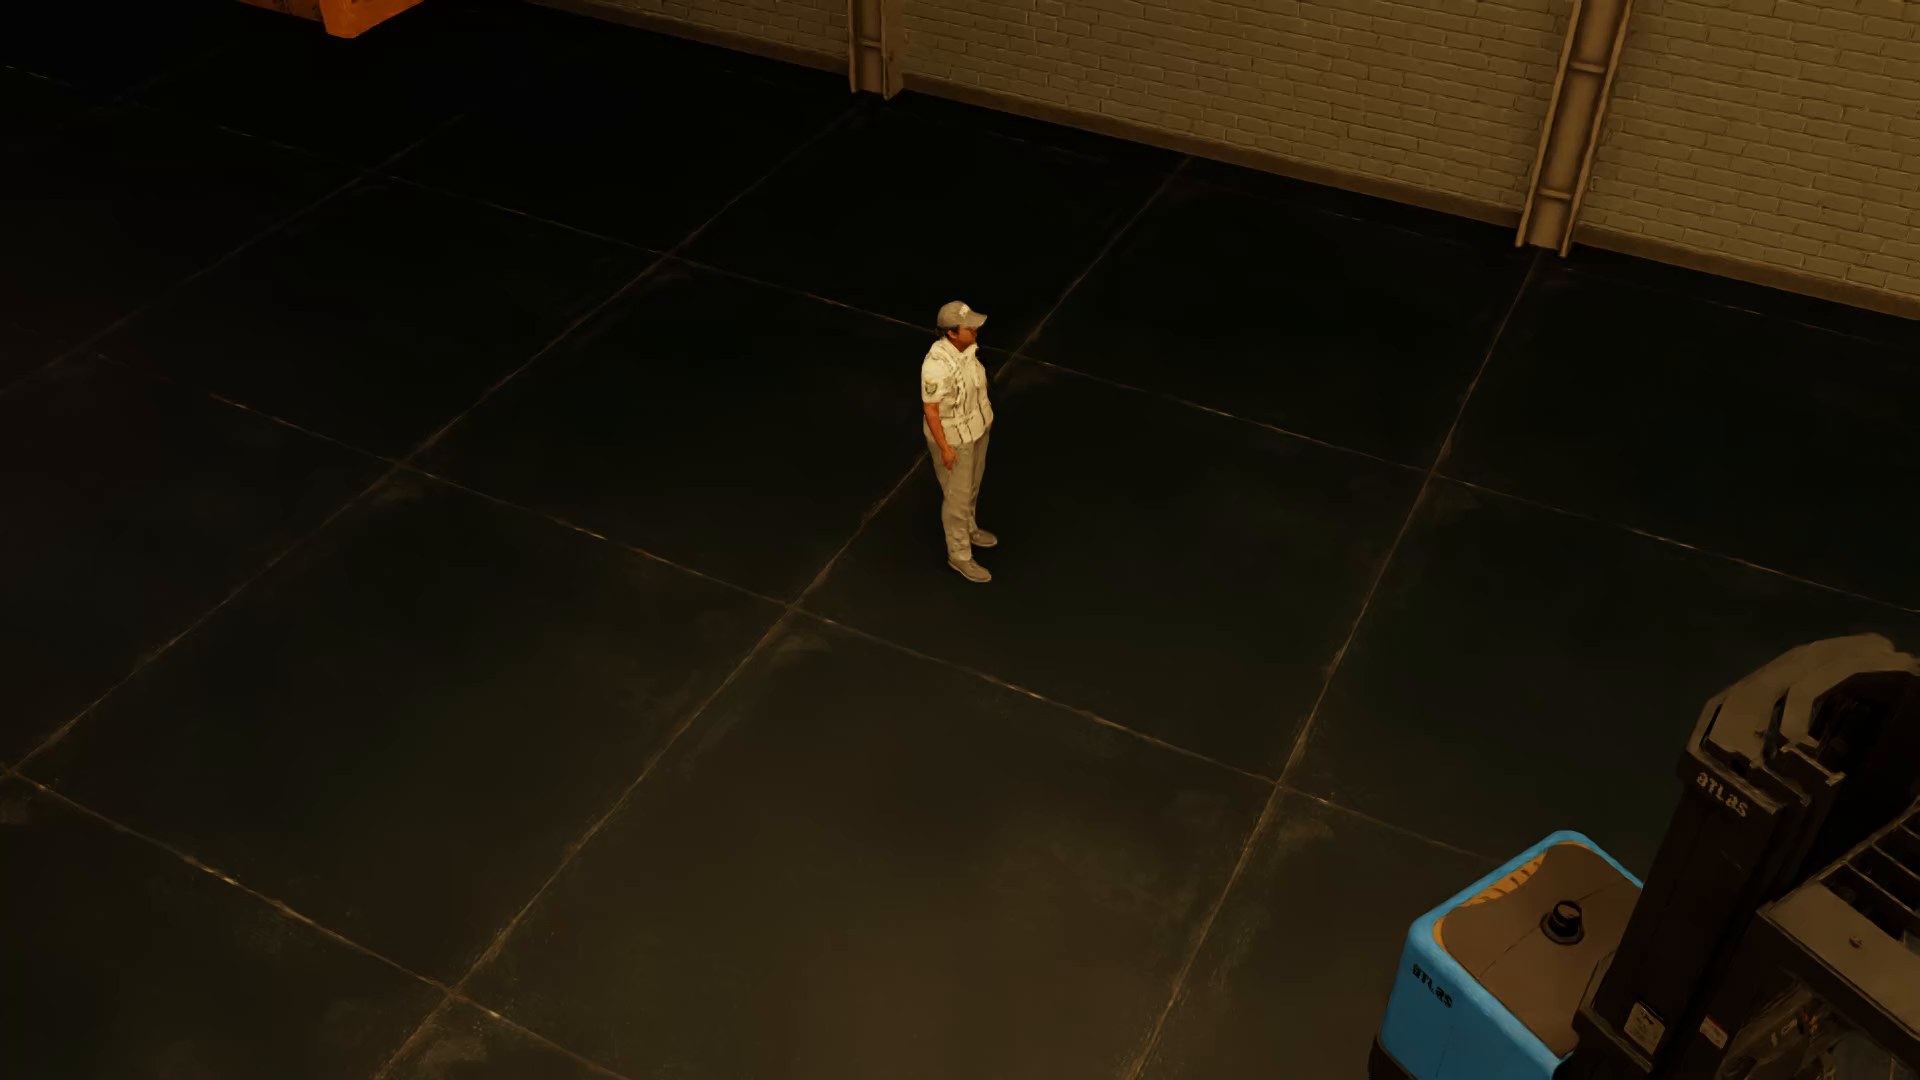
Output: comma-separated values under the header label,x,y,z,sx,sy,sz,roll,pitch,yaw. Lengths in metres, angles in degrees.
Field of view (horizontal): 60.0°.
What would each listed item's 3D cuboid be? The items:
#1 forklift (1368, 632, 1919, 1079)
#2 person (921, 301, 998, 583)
label,x,y,z,sx,sy,sz,roll,pitch,yaw
forklift,3.040,1.885,5.749,1.130,2.935,3.031,-23,45,-25
person,0.058,-0.607,9.678,0.529,1.669,0.598,18,43,21
